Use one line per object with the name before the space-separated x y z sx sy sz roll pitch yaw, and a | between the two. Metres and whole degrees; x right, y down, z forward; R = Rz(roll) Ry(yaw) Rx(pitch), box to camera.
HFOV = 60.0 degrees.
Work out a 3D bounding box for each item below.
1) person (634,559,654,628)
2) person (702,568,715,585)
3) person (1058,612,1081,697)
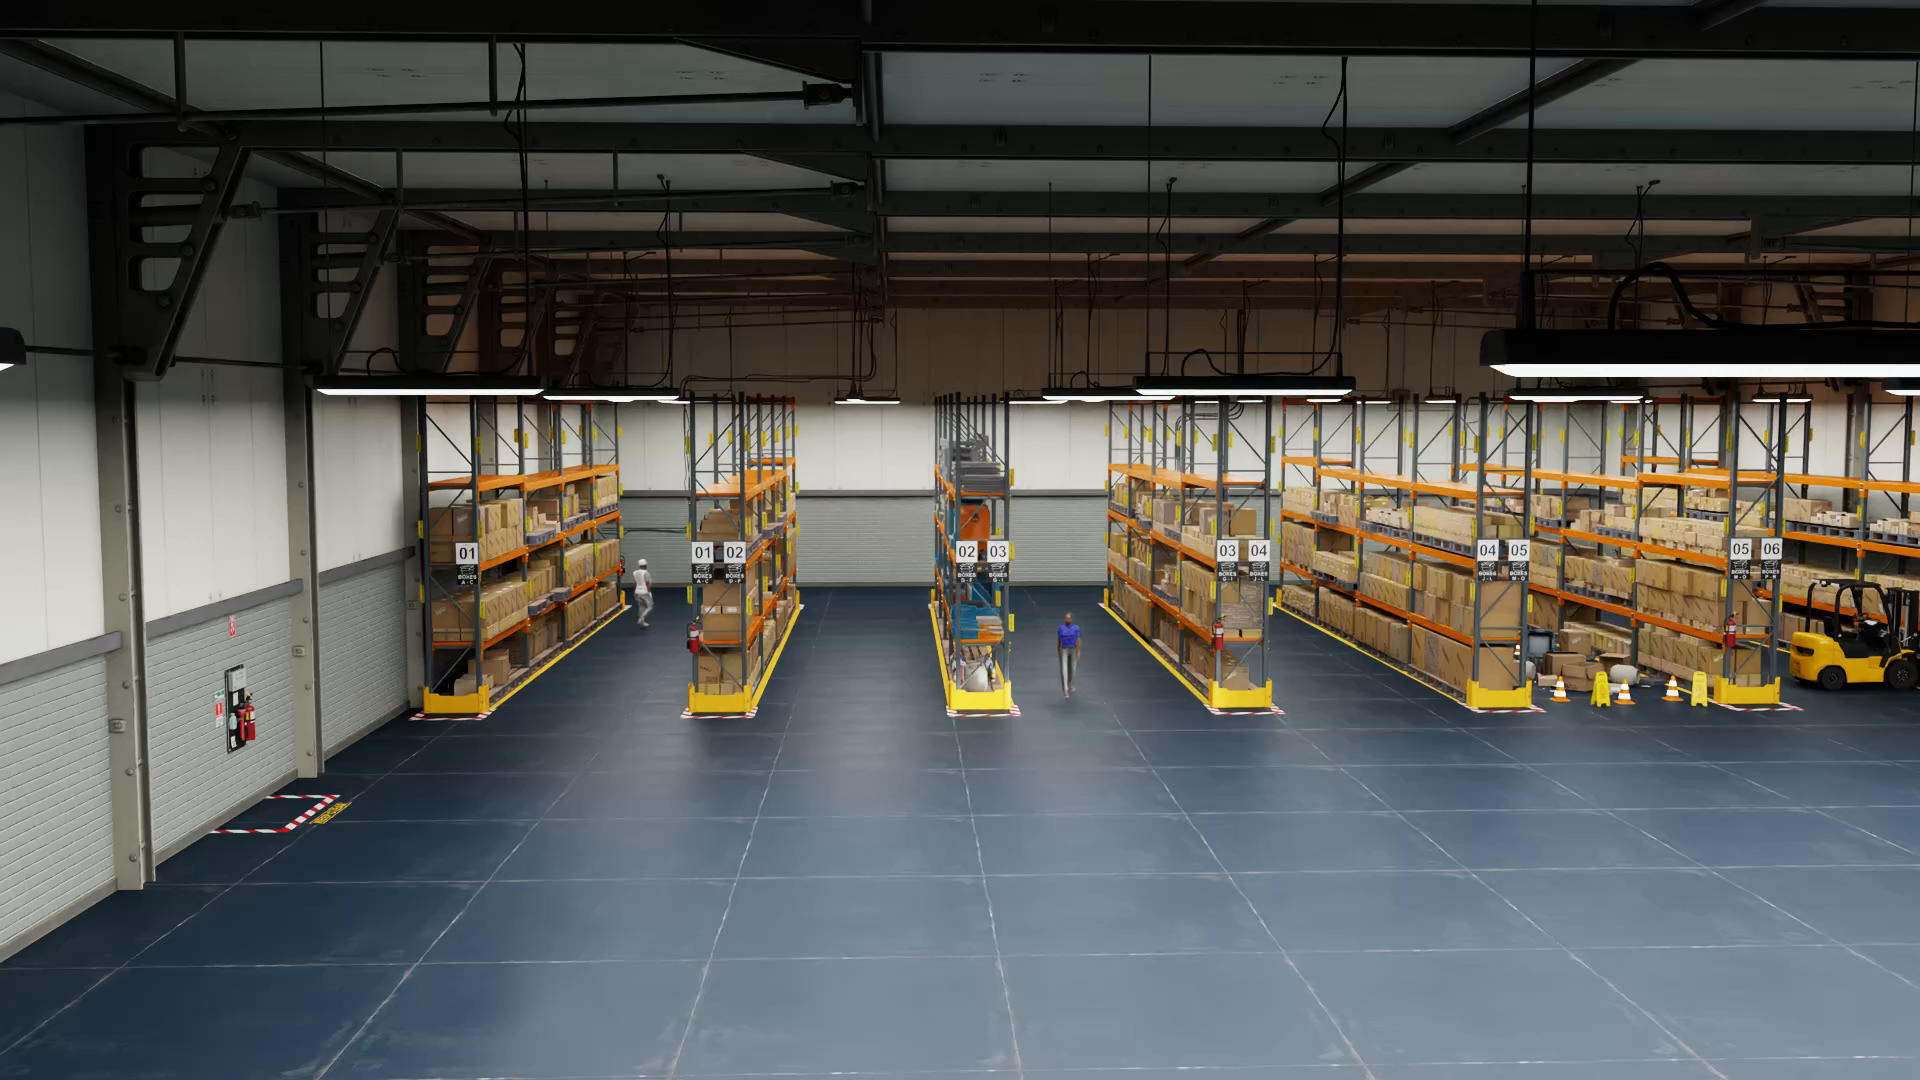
person | -8.221 1.394 43.017 0.596 1.786 0.501 4 6 40
person | -6.735 1.254 45.242 0.595 1.667 1.068 0 5 -5
person | 2.179 2.255 33.095 0.463 1.653 0.808 0 5 0
